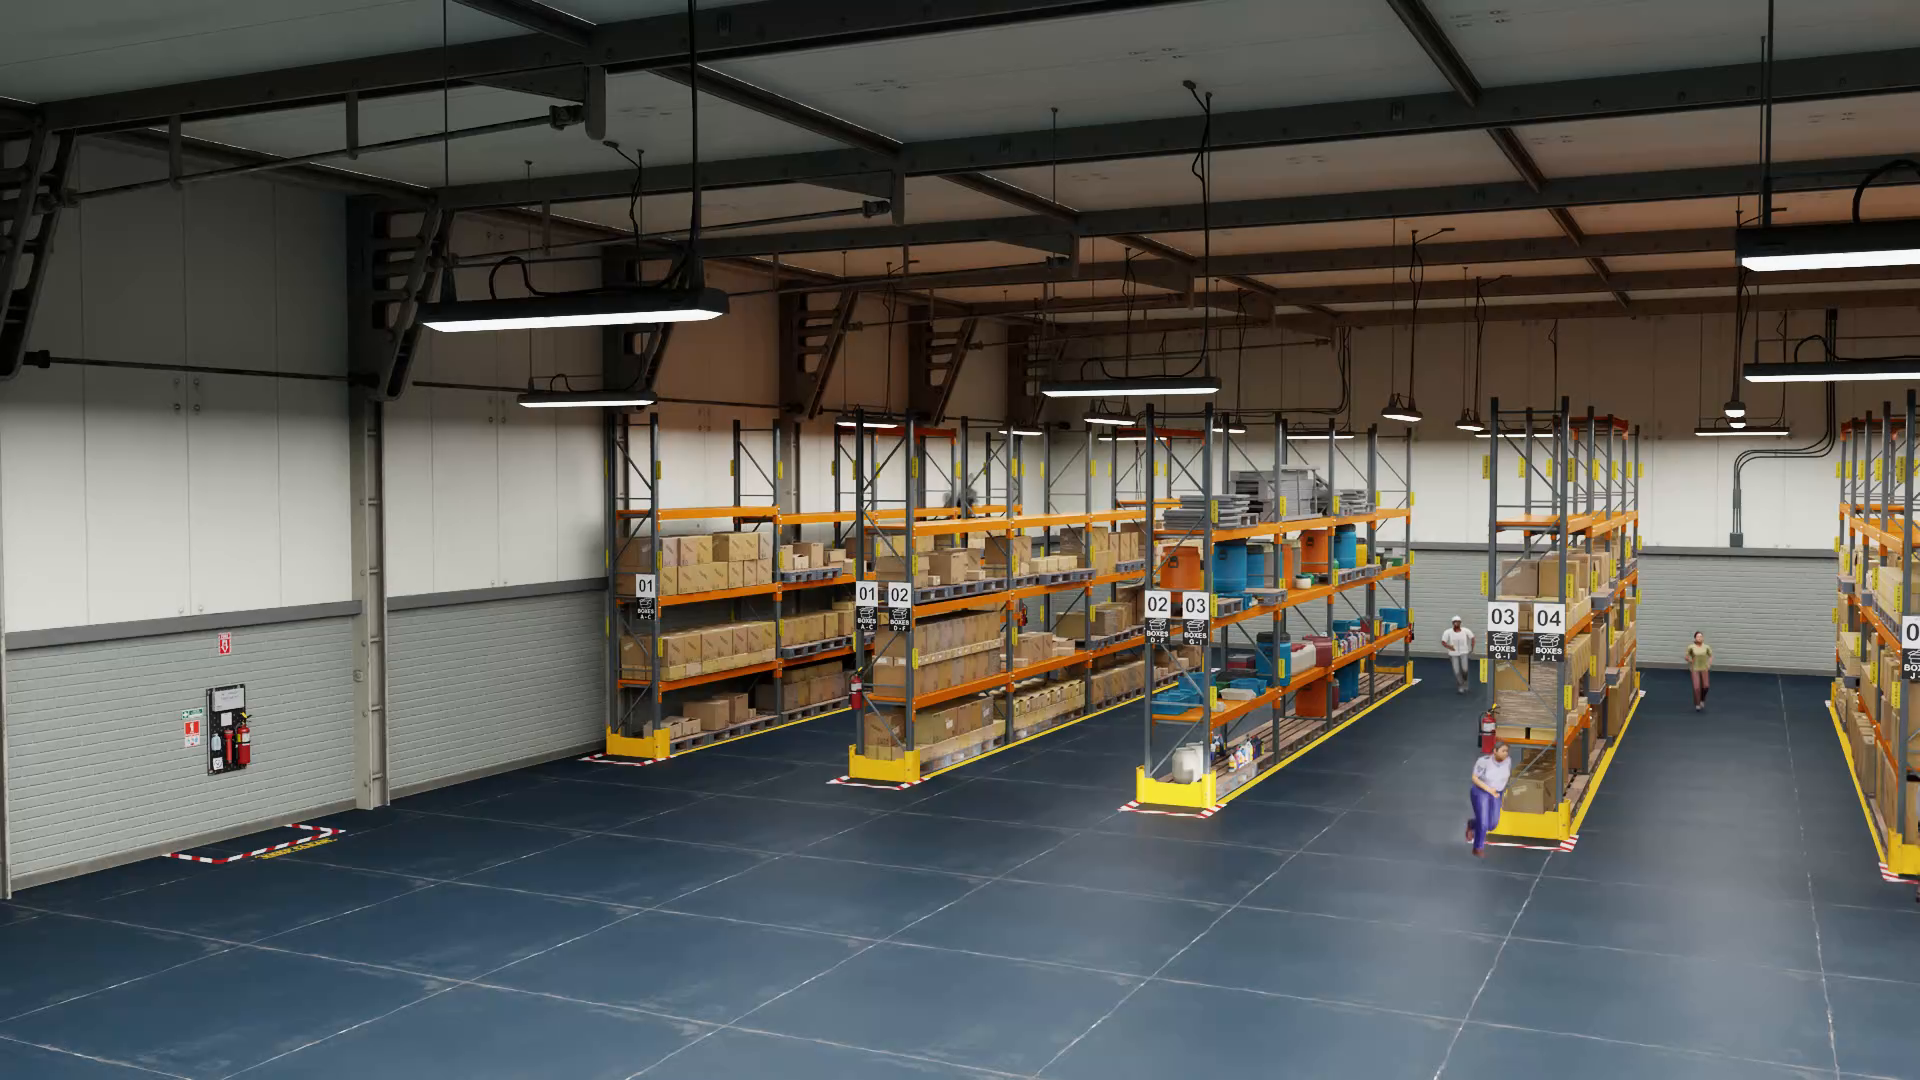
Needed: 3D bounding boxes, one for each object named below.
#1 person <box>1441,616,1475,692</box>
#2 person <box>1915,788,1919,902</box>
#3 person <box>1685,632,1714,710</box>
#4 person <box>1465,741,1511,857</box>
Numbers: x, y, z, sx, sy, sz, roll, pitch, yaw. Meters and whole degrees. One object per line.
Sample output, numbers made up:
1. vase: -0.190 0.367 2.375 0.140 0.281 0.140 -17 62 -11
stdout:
1. person: 11.169 2.564 37.288 0.733 1.718 0.523 1 2 14
2. person: 11.236 3.371 19.000 0.686 1.683 0.635 0 2 -10
3. person: 15.378 2.724 34.572 0.571 1.626 0.534 1 3 17
4. person: 6.882 3.347 21.650 0.613 1.533 0.808 -1 2 -16
